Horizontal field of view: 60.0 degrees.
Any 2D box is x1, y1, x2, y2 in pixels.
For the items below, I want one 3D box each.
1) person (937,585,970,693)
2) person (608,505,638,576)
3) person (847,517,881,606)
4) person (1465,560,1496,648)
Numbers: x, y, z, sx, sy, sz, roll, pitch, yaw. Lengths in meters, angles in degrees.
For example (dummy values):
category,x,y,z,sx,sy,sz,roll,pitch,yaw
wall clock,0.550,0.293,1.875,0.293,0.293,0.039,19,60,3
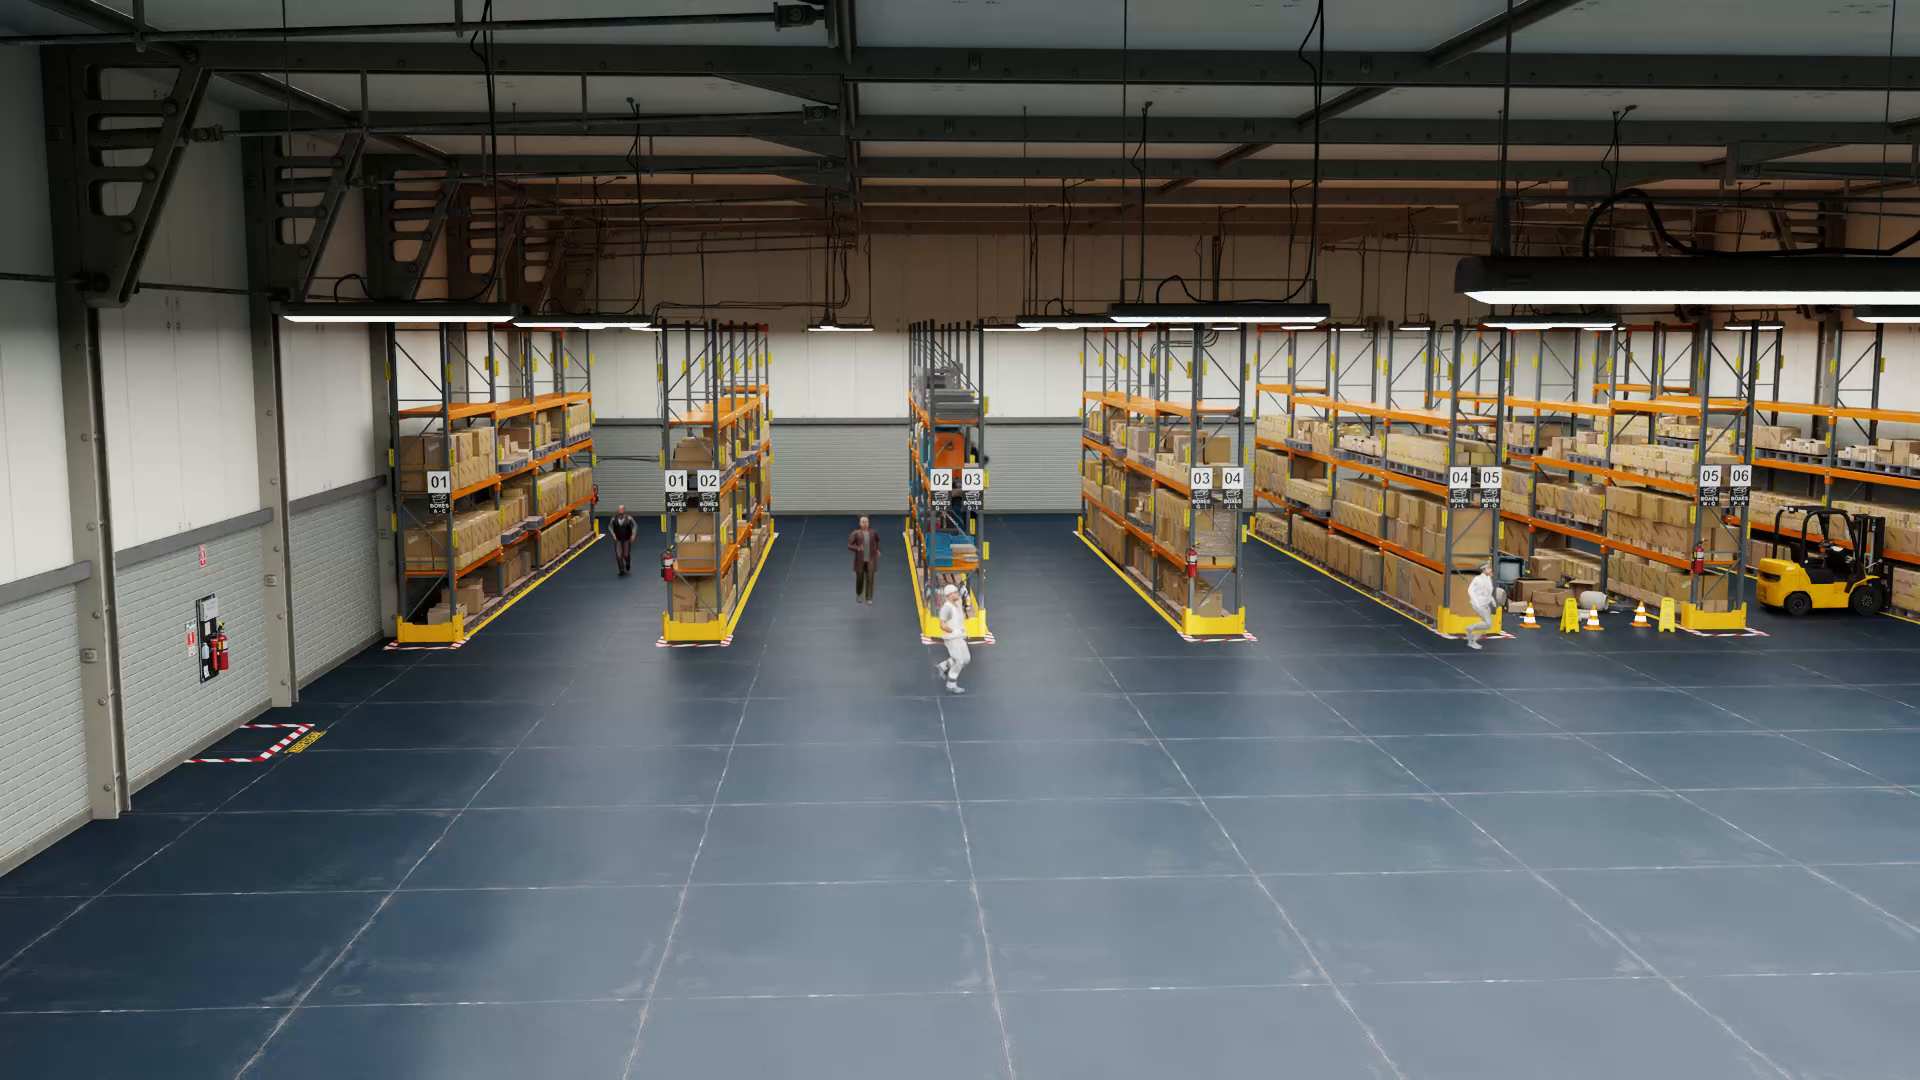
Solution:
category,x,y,z,sx,sy,sz,roll,pitch,yaw
person,-0.130,1.578,26.684,0.601,1.741,0.657,3,8,22
person,-8.034,0.004,39.619,0.692,1.680,0.599,-1,7,-7
person,-1.913,0.425,33.558,0.714,1.781,0.886,-2,7,-13
person,9.540,1.173,30.404,0.514,1.630,0.579,6,9,40
